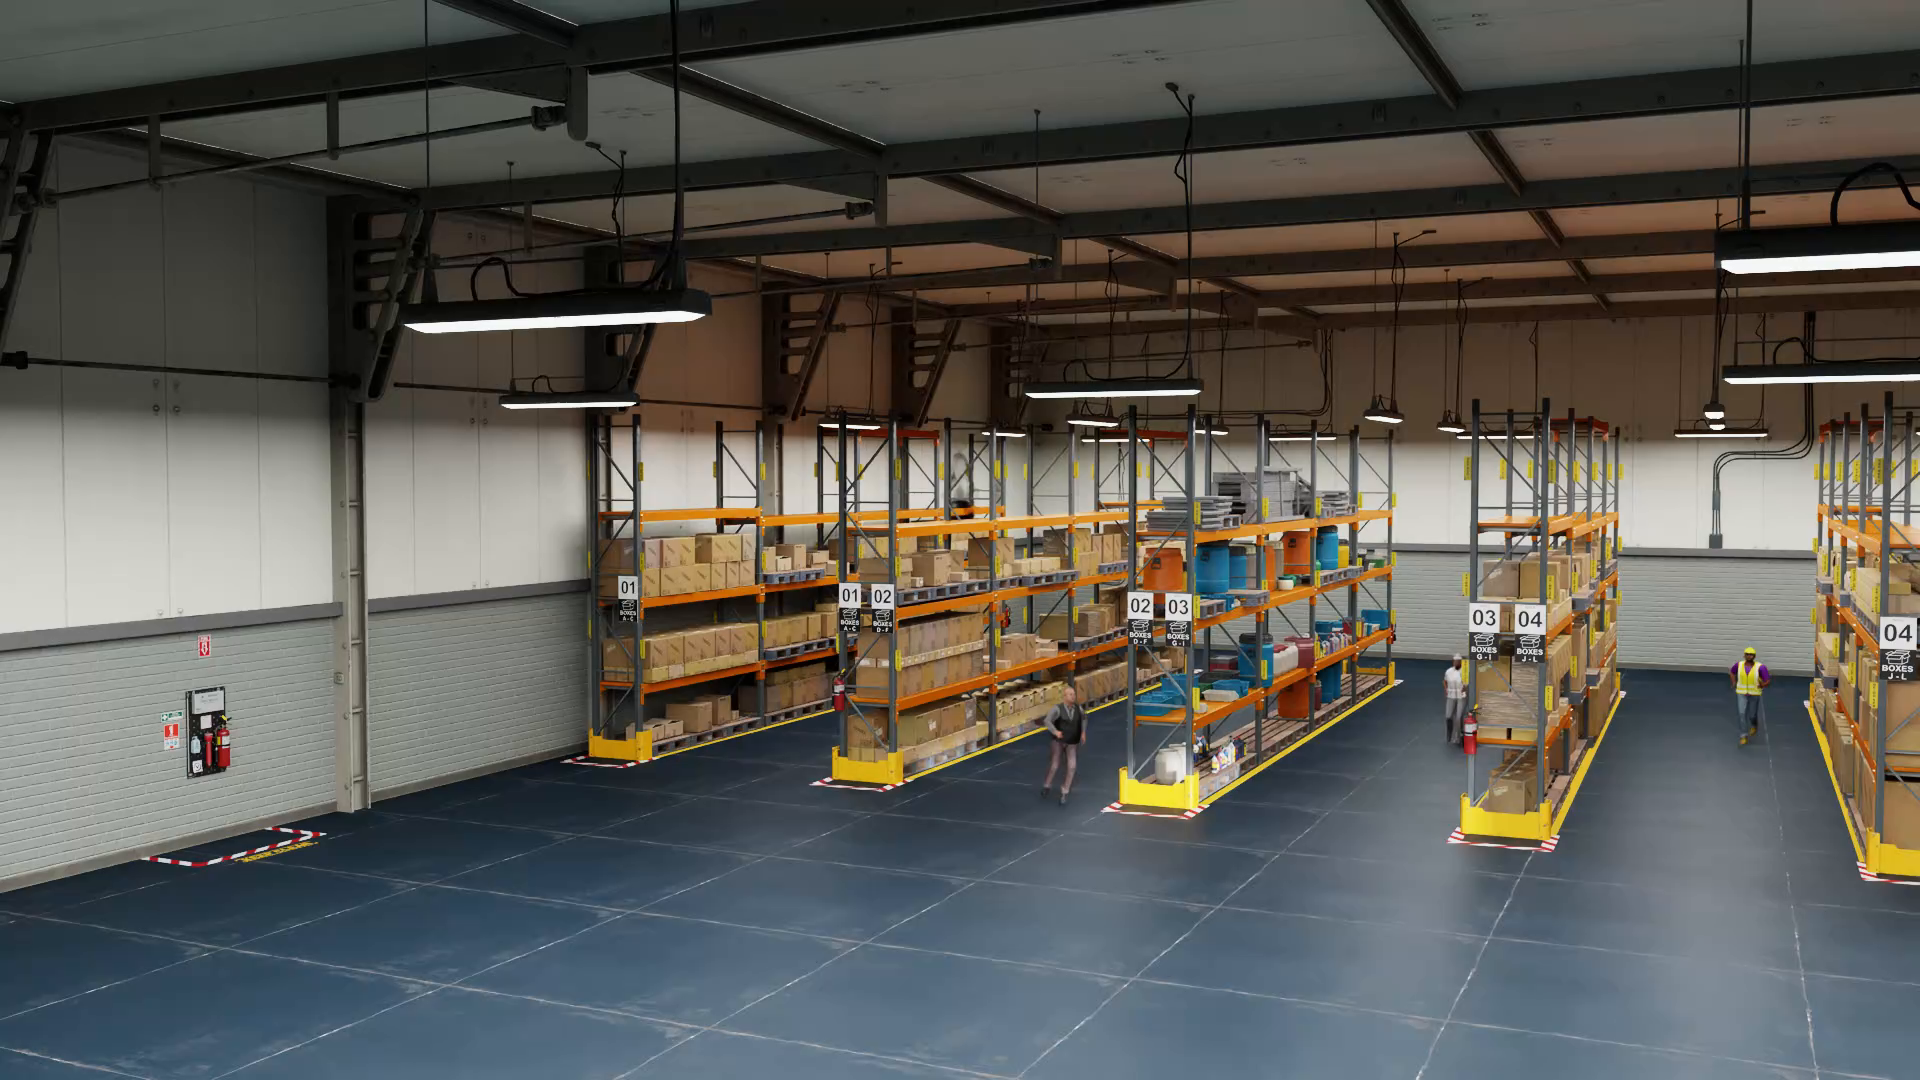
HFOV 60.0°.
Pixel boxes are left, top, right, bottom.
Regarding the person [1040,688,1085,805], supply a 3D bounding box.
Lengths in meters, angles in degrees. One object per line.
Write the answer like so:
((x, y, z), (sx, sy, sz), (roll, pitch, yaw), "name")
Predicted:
((1.595, 3.122, 25.318), (0.699, 1.744, 0.704), (0, 2, -8), "person")

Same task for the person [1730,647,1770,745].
((14.554, 2.858, 30.673), (0.699, 1.772, 0.960), (1, 3, 32), "person")

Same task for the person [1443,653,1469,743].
((9.111, 2.910, 30.508), (0.573, 1.672, 0.583), (1, 3, 26), "person")
